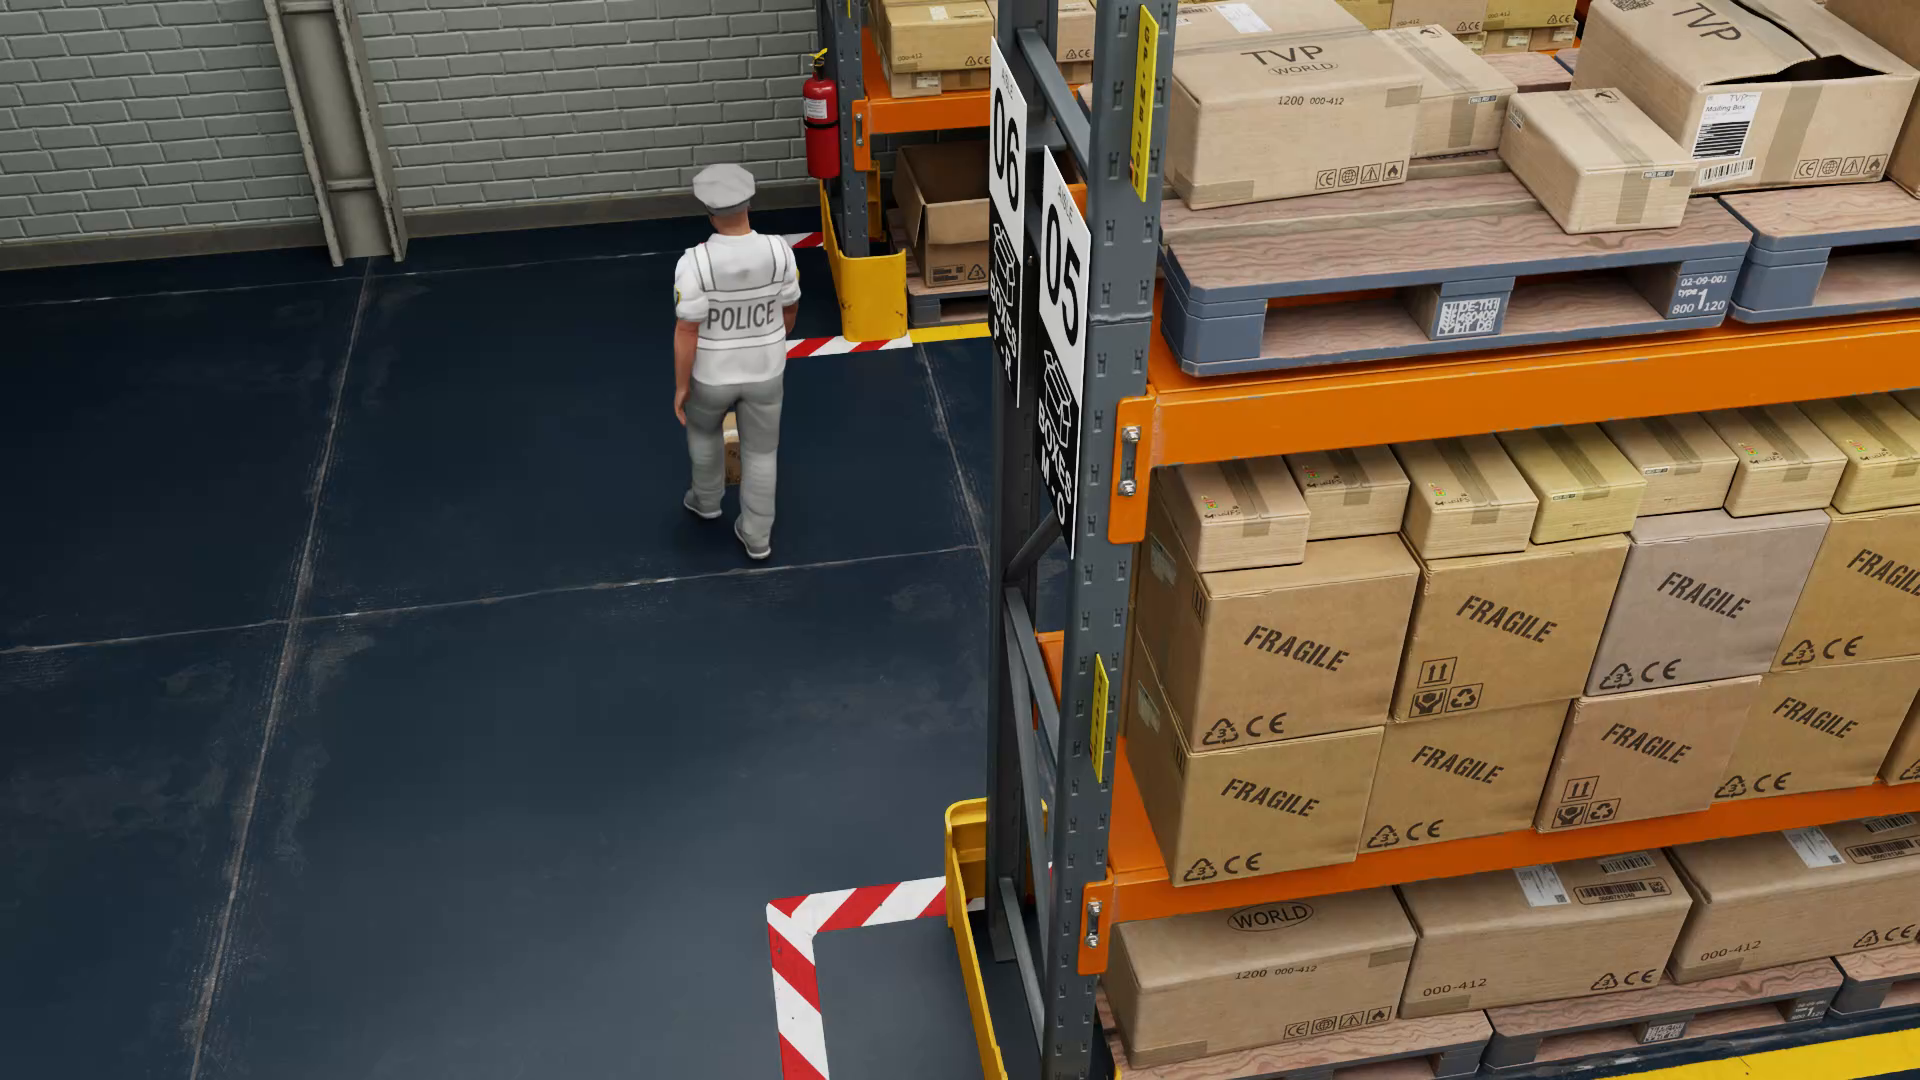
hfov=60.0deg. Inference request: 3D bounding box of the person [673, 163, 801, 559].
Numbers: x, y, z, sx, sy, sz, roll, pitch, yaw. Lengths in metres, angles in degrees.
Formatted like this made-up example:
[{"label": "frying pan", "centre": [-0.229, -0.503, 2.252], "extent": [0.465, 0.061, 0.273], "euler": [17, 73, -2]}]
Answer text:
[{"label": "person", "centre": [-0.961, -0.761, 7.103], "extent": [0.591, 1.780, 0.639], "euler": [-11, 40, -13]}]
